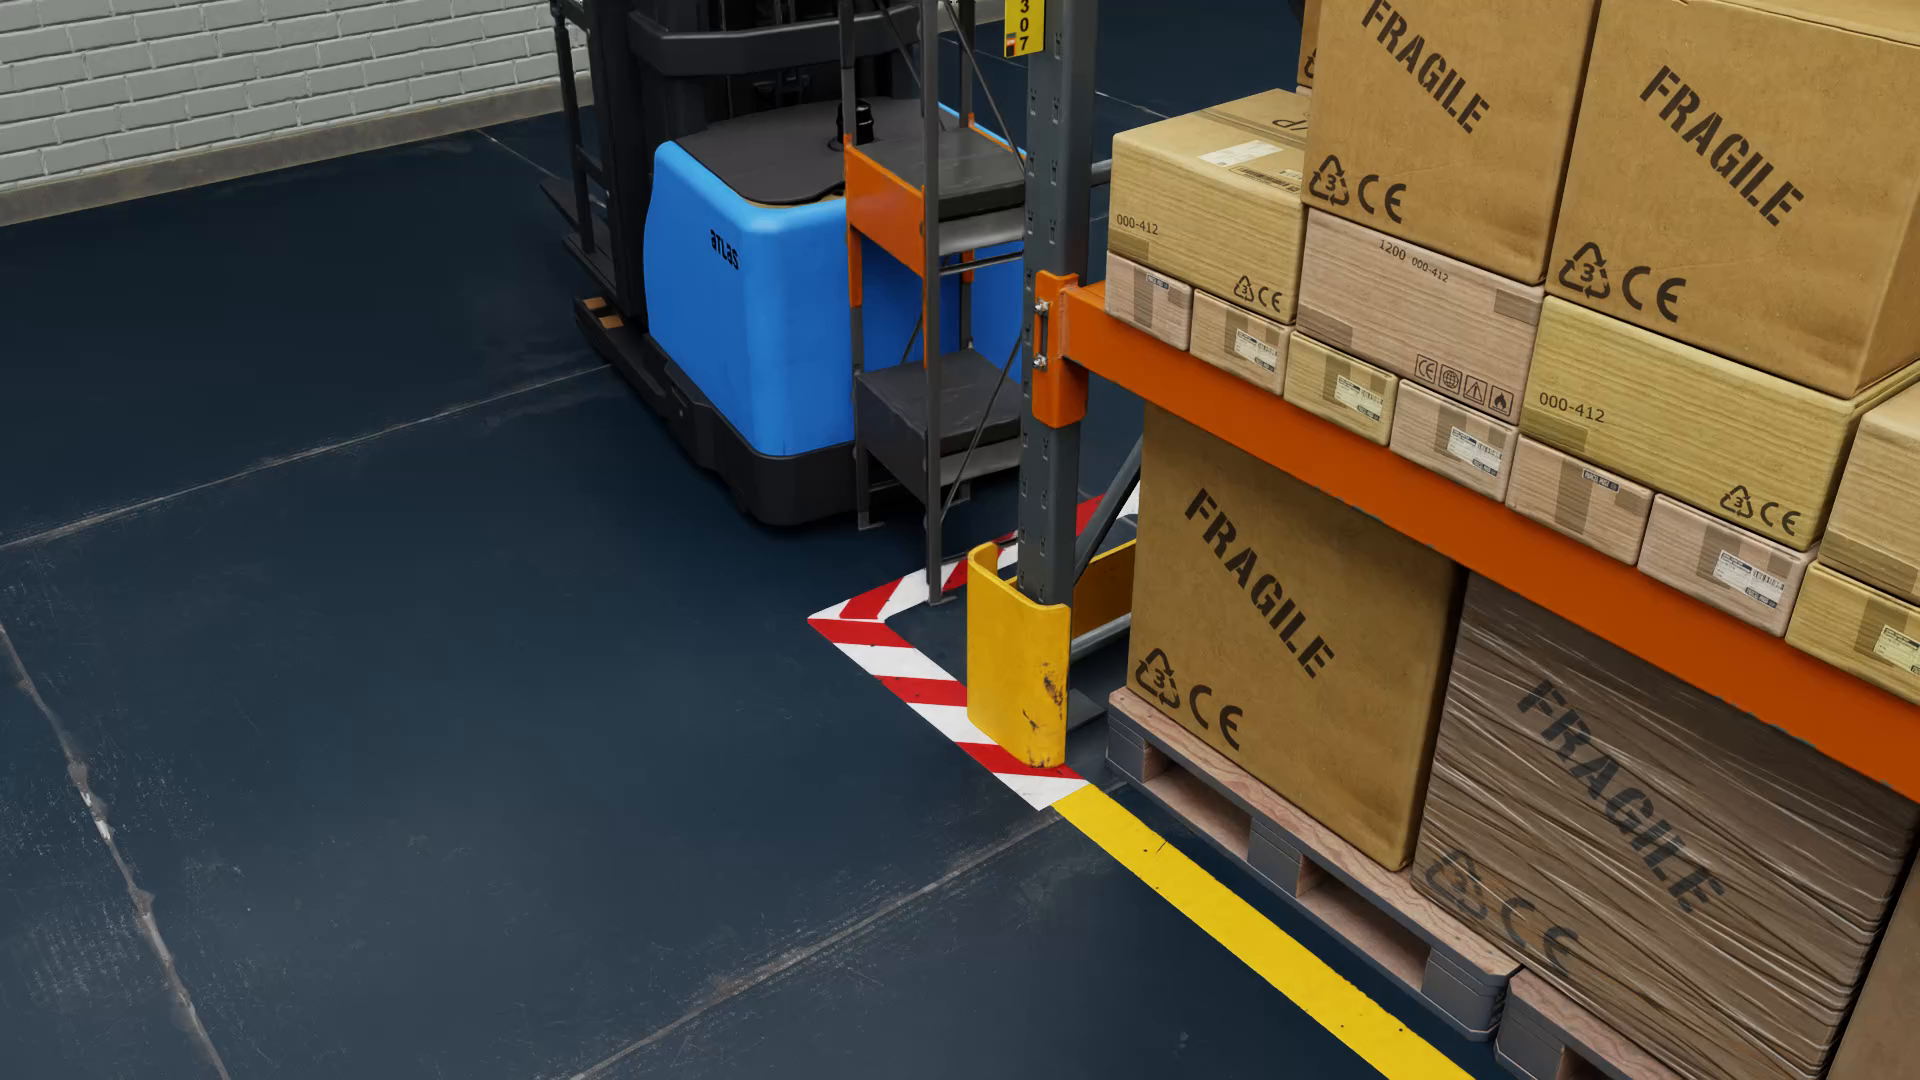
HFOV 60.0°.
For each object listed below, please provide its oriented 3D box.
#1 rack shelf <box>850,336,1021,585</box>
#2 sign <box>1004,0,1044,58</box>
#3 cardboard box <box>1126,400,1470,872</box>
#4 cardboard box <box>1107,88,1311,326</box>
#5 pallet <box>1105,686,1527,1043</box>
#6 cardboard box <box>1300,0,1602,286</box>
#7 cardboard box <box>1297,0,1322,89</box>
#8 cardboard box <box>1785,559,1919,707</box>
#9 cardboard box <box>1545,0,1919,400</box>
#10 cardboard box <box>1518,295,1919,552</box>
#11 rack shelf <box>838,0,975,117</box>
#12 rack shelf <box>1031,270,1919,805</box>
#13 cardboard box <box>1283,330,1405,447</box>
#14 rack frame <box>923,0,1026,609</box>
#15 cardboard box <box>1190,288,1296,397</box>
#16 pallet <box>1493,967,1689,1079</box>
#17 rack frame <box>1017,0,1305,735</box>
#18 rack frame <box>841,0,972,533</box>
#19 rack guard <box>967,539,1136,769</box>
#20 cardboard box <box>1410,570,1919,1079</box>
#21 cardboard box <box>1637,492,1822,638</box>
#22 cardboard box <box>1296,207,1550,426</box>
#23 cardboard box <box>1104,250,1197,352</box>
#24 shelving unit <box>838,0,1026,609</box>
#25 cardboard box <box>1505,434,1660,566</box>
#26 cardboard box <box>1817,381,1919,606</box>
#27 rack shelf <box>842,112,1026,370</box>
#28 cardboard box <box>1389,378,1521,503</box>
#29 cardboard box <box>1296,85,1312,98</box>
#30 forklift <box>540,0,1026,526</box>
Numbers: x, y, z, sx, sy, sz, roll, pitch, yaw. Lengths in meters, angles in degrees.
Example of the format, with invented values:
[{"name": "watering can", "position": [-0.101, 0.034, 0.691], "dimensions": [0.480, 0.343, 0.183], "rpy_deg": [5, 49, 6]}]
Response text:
[{"name": "rack shelf", "position": [-0.029, -0.249, 5.014], "dimensions": [0.431, 0.518, 0.480], "rpy_deg": [-16, 35, -24]}, {"name": "sign", "position": [0.132, -1.143, 3.351], "dimensions": [0.100, 0.325, 0.005], "rpy_deg": [-22, 38, -31]}, {"name": "cardboard box", "position": [1.030, 0.047, 3.948], "dimensions": [0.875, 0.875, 0.875], "rpy_deg": [-22, 38, -31]}, {"name": "cardboard box", "position": [0.655, -0.694, 3.384], "dimensions": [0.500, 0.250, 0.500], "rpy_deg": [-23, 39, -33]}, {"name": "pallet", "position": [1.126, 0.574, 4.126], "dimensions": [1.003, 0.211, 1.213], "rpy_deg": [-22, 38, -31]}, {"name": "cardboard box", "position": [0.962, -0.804, 2.851], "dimensions": [0.500, 0.500, 0.500], "rpy_deg": [-23, 39, -32]}, {"name": "cardboard box", "position": [1.080, -1.182, 3.459], "dimensions": [0.500, 0.500, 0.500], "rpy_deg": [-22, 38, -31]}, {"name": "cardboard box", "position": [1.475, 0.084, 2.511], "dimensions": [0.380, 0.149, 0.250], "rpy_deg": [-23, 39, -33]}, {"name": "cardboard box", "position": [1.284, -0.590, 2.506], "dimensions": [0.500, 0.500, 0.500], "rpy_deg": [-23, 39, -33]}, {"name": "cardboard box", "position": [1.284, -0.269, 2.700], "dimensions": [0.500, 0.250, 0.500], "rpy_deg": [-24, 39, -33]}, {"name": "rack shelf", "position": [-0.028, -1.439, 4.275], "dimensions": [0.431, 0.518, 0.480], "rpy_deg": [-16, 35, -24]}, {"name": "rack shelf", "position": [1.800, 0.221, 2.734], "dimensions": [1.077, 0.370, 4.000], "rpy_deg": [-22, 38, -31]}, {"name": "cardboard box", "position": [0.847, -0.344, 3.199], "dimensions": [0.380, 0.149, 0.250], "rpy_deg": [-23, 39, -32]}, {"name": "rack frame", "position": [0.088, -0.742, 4.455], "dimensions": [0.400, 2.100, 0.015], "rpy_deg": [-16, 35, -24]}, {"name": "cardboard box", "position": [0.689, -0.451, 3.371], "dimensions": [0.380, 0.149, 0.250], "rpy_deg": [-23, 38, -32]}, {"name": "pallet", "position": [1.870, 1.082, 3.308], "dimensions": [1.003, 0.211, 1.213], "rpy_deg": [-22, 38, -31]}, {"name": "rack frame", "position": [0.574, -0.918, 3.886], "dimensions": [1.000, 3.000, 0.127], "rpy_deg": [-22, 38, -31]}, {"name": "rack frame", "position": [-0.145, -0.969, 4.820], "dimensions": [0.400, 2.100, 0.015], "rpy_deg": [-16, 35, -24]}, {"name": "rack guard", "position": [0.559, 0.133, 4.561], "dimensions": [1.175, 0.500, 0.348], "rpy_deg": [-22, 38, -31]}, {"name": "cardboard box", "position": [1.588, 0.426, 3.337], "dimensions": [0.875, 0.875, 0.875], "rpy_deg": [-22, 38, -31]}, {"name": "cardboard box", "position": [1.321, -0.022, 2.680], "dimensions": [0.380, 0.149, 0.250], "rpy_deg": [-23, 38, -32]}, {"name": "cardboard box", "position": [0.979, -0.479, 3.039], "dimensions": [0.500, 0.250, 0.500], "rpy_deg": [-23, 38, -32]}, {"name": "cardboard box", "position": [0.531, -0.557, 3.542], "dimensions": [0.380, 0.149, 0.250], "rpy_deg": [-22, 38, -31]}, {"name": "shelving unit", "position": [-0.028, -0.856, 4.637], "dimensions": [0.431, 2.100, 0.503], "rpy_deg": [-16, 35, -24]}, {"name": "cardboard box", "position": [1.163, -0.129, 2.853], "dimensions": [0.380, 0.149, 0.250], "rpy_deg": [-23, 39, -32]}, {"name": "cardboard box", "position": [1.608, -0.053, 2.352], "dimensions": [0.500, 0.250, 0.500], "rpy_deg": [-23, 39, -32]}, {"name": "rack shelf", "position": [-0.028, -0.844, 4.645], "dimensions": [0.431, 0.518, 0.480], "rpy_deg": [-16, 35, -24]}, {"name": "cardboard box", "position": [1.008, -0.236, 3.025], "dimensions": [0.380, 0.149, 0.250], "rpy_deg": [-23, 39, -32]}, {"name": "cardboard box", "position": [1.081, -0.865, 3.660], "dimensions": [0.500, 0.250, 0.500], "rpy_deg": [-23, 39, -32]}, {"name": "forklift", "position": [-0.853, -2.041, 5.758], "dimensions": [1.130, 2.935, 3.031], "rpy_deg": [-16, 35, -24]}]
